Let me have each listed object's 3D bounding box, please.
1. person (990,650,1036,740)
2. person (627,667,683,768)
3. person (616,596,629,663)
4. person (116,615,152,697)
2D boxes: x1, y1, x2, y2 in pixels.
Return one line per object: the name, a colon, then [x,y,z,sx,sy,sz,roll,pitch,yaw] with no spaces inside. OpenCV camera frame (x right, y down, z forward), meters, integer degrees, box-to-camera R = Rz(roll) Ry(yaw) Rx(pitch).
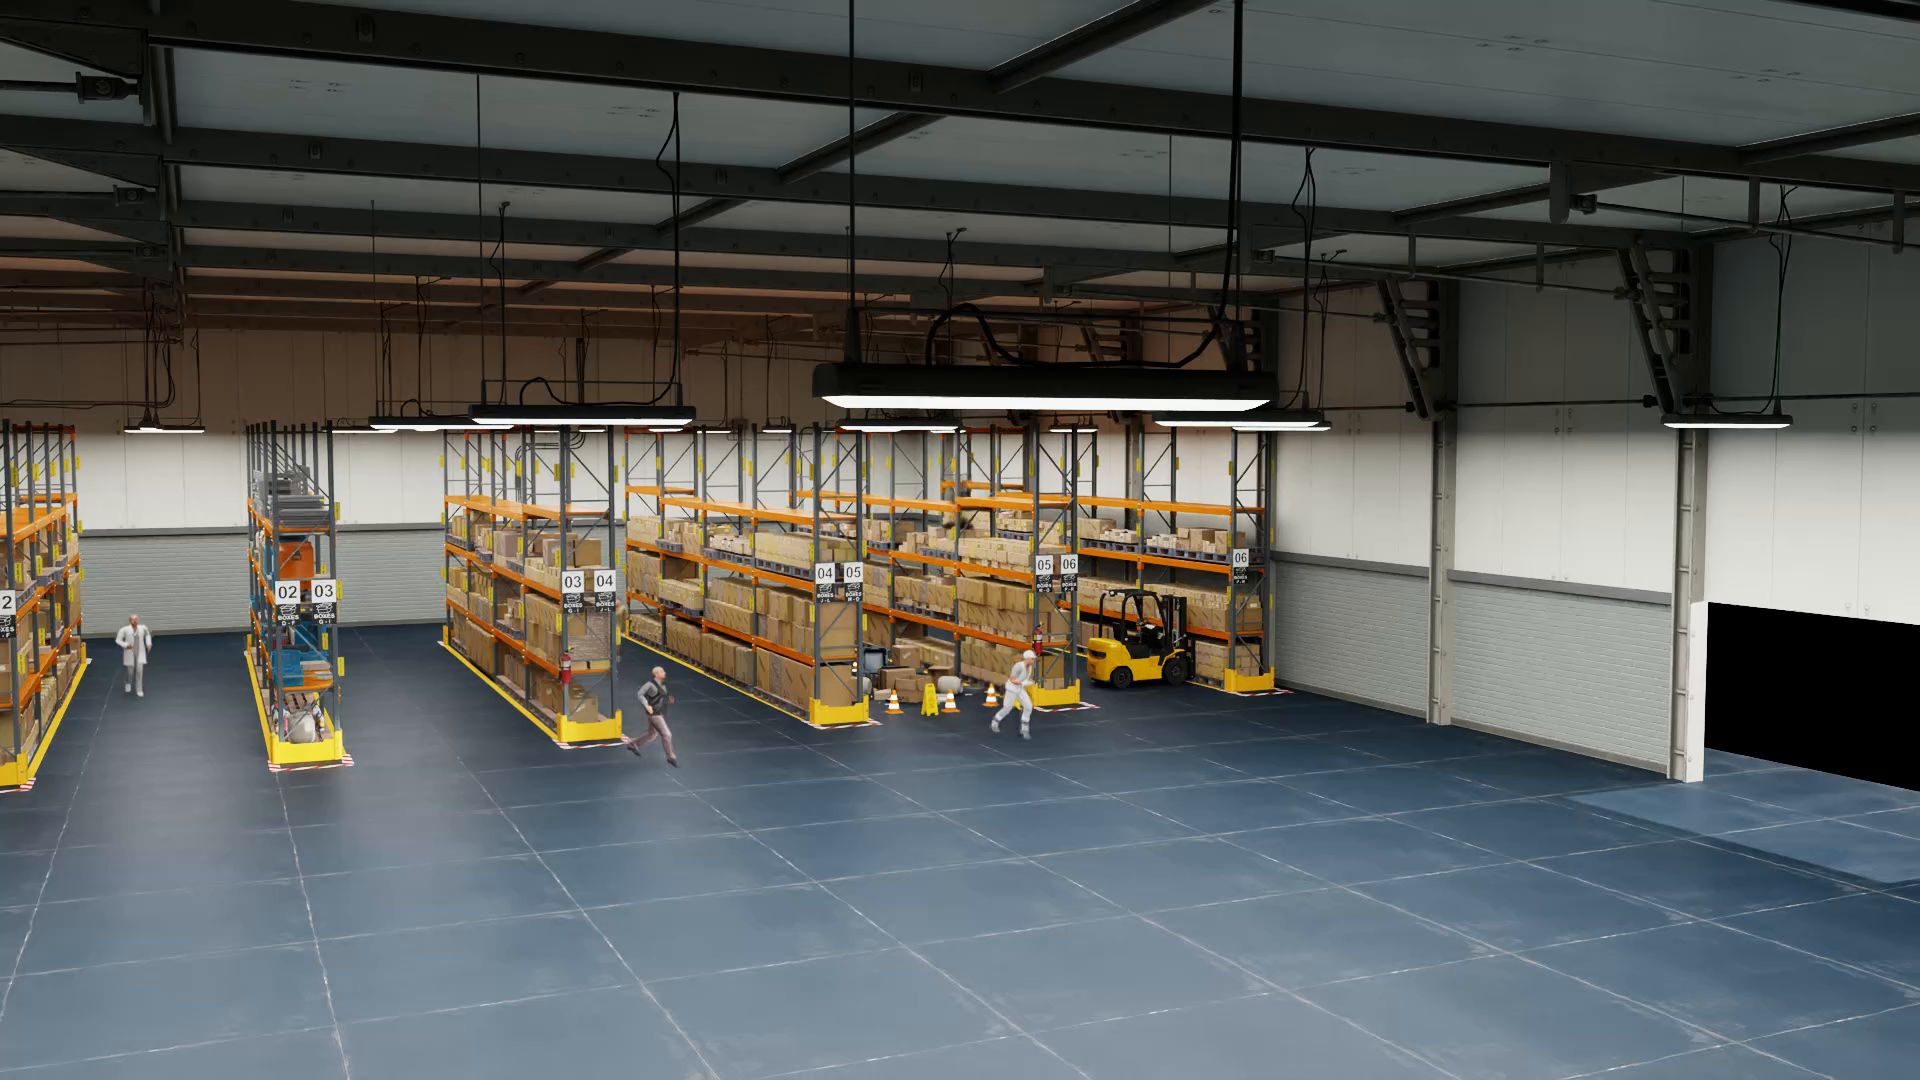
person: [1.030,2.930,31.593,1.033,1.731,0.705,2,4,35]
person: [-5.305,3.075,28.901,1.055,1.769,0.624,1,4,8]
person: [-8.755,2.254,42.467,0.579,1.674,1.019,-2,4,-23]
person: [-18.248,2.537,36.755,0.732,1.791,0.925,-3,4,-37]
